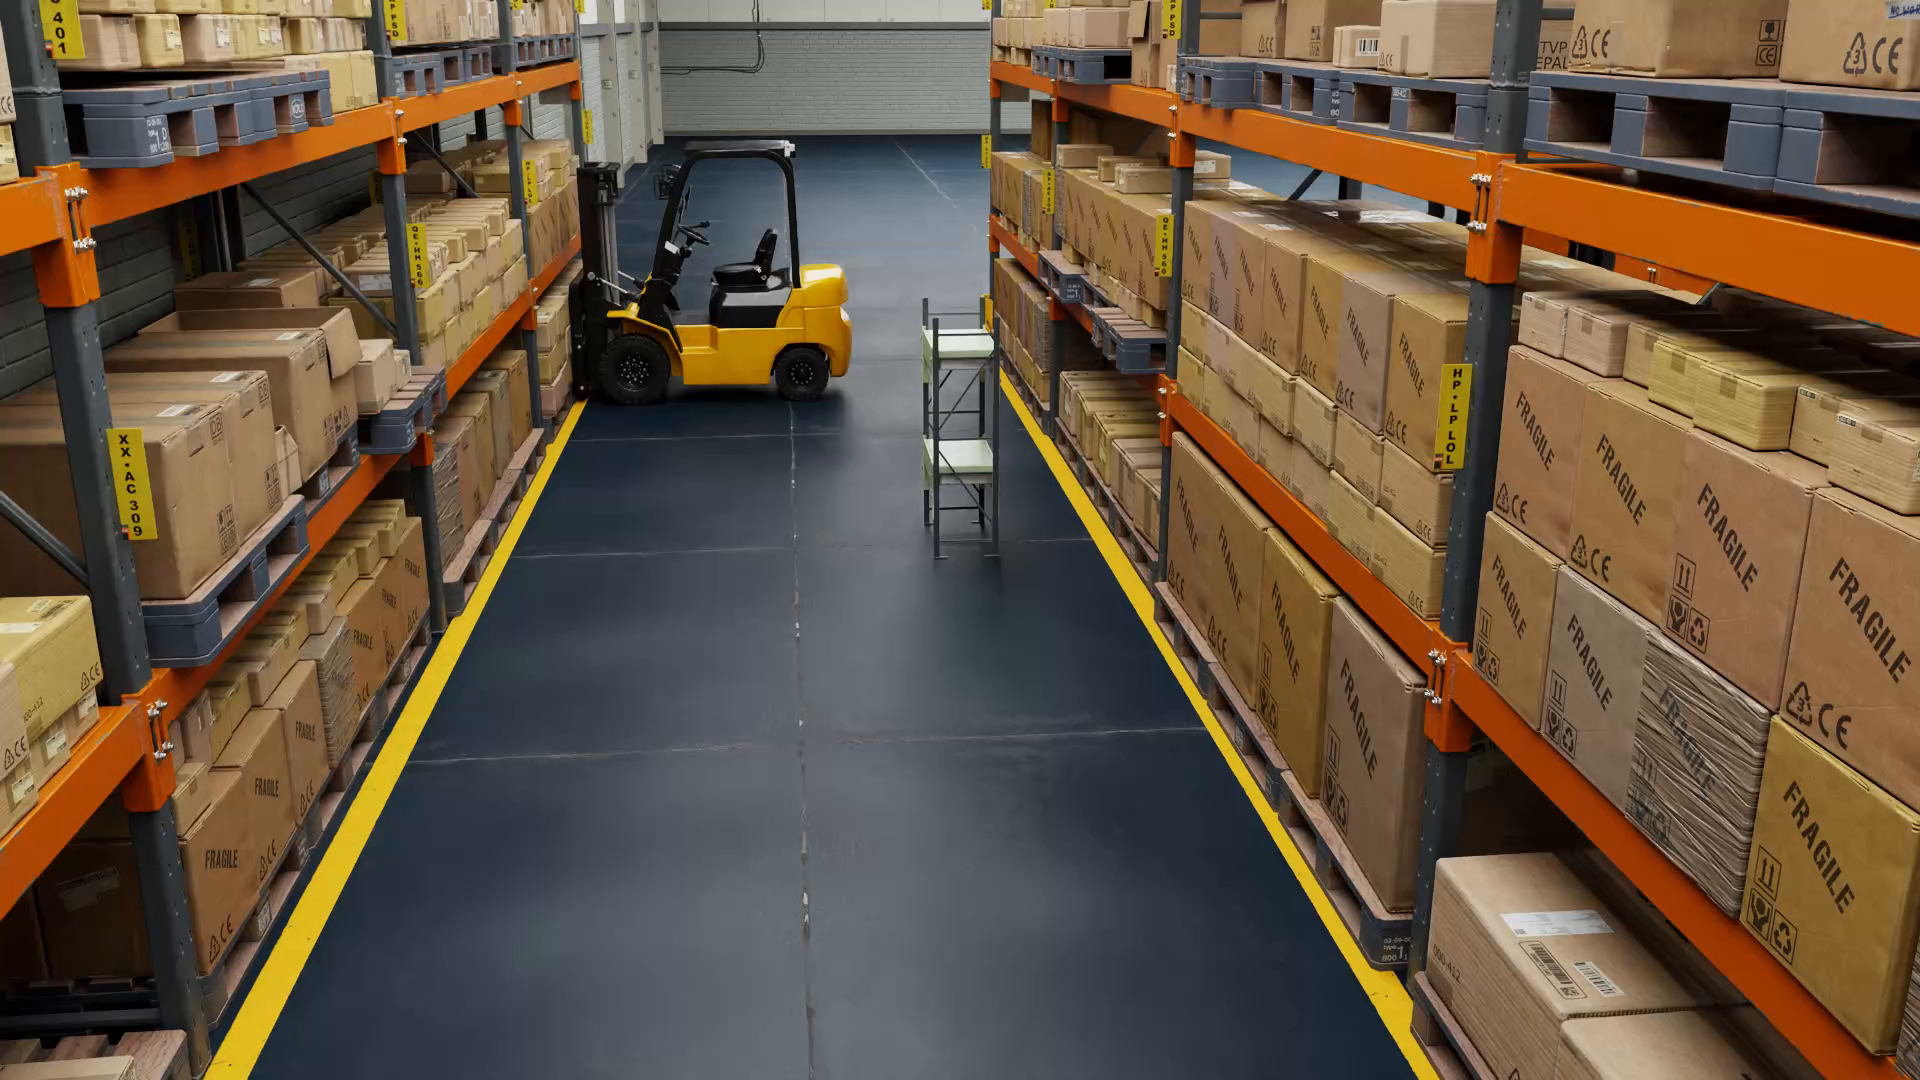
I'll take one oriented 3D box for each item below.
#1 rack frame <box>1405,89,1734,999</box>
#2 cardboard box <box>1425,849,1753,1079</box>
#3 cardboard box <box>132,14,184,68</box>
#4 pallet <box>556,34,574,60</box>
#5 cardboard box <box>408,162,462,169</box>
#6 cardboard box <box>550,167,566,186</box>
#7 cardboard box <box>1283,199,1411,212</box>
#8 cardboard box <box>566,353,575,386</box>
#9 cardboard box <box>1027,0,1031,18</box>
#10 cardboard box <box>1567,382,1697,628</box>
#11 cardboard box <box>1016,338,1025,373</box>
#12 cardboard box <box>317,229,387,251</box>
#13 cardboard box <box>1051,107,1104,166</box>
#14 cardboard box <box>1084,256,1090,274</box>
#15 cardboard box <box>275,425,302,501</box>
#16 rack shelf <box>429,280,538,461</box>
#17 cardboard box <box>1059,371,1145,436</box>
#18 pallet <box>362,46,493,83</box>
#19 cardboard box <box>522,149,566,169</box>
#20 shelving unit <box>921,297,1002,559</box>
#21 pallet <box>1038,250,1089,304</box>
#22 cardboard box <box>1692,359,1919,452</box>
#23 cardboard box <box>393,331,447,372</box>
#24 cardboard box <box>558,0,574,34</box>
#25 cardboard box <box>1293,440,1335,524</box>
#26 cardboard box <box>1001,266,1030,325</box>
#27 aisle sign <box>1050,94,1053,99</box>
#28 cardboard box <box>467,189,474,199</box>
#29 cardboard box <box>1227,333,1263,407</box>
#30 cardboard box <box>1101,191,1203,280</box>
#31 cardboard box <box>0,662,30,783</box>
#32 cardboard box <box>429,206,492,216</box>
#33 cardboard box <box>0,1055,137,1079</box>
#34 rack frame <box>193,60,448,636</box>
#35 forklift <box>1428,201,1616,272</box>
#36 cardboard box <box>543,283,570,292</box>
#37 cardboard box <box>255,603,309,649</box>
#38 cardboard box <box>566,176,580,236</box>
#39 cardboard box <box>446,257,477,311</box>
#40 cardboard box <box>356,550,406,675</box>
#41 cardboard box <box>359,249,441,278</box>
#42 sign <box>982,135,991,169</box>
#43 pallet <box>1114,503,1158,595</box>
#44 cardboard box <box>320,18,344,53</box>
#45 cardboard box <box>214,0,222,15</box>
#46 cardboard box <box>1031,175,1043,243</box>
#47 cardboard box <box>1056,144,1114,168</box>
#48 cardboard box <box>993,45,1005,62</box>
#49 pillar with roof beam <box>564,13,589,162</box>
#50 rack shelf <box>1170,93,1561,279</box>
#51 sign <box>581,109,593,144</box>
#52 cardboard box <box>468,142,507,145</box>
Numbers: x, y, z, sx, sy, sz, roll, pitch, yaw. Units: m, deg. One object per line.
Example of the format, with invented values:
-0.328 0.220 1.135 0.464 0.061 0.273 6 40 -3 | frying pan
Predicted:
2.042 0.120 5.286 1.000 3.000 0.127 -2 18 -6 | rack frame
2.000 1.333 5.000 0.875 0.438 0.875 -2 18 -6 | cardboard box
-2.522 -1.464 4.876 0.380 0.149 0.250 -2 17 -5 | cardboard box
-4.085 -4.478 15.072 1.003 0.211 1.213 -2 18 -6 | pallet
-4.166 -2.921 13.226 0.380 0.149 0.250 -2 18 -7 | cardboard box
-3.661 -3.181 14.553 0.380 0.149 0.250 -2 18 -5 | cardboard box
1.943 -1.450 8.452 0.500 0.500 0.500 -2 18 -7 | cardboard box
-3.577 -1.455 14.193 0.500 0.250 0.500 -1 17 -5 | cardboard box
0.766 -4.427 13.851 0.380 0.149 0.250 -2 17 -5 | cardboard box
1.896 -0.104 4.165 0.500 0.500 0.500 -2 18 -6 | cardboard box
0.776 -1.629 14.749 0.500 0.250 0.500 -2 17 -5 | cardboard box
-3.720 -1.822 10.221 0.380 0.149 0.250 -1 17 -4 | cardboard box
1.187 -3.523 14.559 0.700 0.500 0.500 -2 18 -6 | cardboard box
1.067 -1.934 11.549 0.380 0.149 0.250 -2 17 -5 | cardboard box
-2.656 -0.287 6.107 0.396 0.266 0.258 -1 17 -3 | cardboard box
-3.513 -1.170 10.595 1.077 0.370 4.000 -2 18 -6 | rack shelf
1.274 -1.054 12.711 0.950 0.372 0.625 -2 17 -5 | cardboard box
-3.616 -3.186 11.129 0.805 0.209 1.217 -2 18 -8 | pallet
-3.654 -3.322 14.504 0.380 0.149 0.250 -1 17 -5 | cardboard box
-0.001 -0.718 10.459 0.431 1.500 0.755 -2 18 -6 | shelving unit
1.151 -1.939 12.167 1.003 0.211 1.213 -2 18 -6 | pallet
1.891 -0.305 3.722 0.380 0.149 0.250 -2 18 -7 | cardboard box
-3.110 -0.985 9.057 0.500 0.250 0.500 -2 18 -5 | cardboard box
-3.844 -4.903 15.243 0.500 0.500 0.500 -1 17 -4 | cardboard box
1.661 -0.237 6.673 0.500 0.250 0.500 -2 18 -7 | cardboard box
0.674 -2.289 15.599 0.500 0.500 0.500 -2 18 -8 | cardboard box
1.087 -4.723 16.372 0.394 0.787 0.004 -2 18 -6 | aisle sign
-4.086 -2.859 13.527 0.380 0.149 0.250 -1 17 -4 | cardboard box
1.528 -0.777 7.559 0.500 0.250 0.500 -2 18 -6 | cardboard box
1.189 -1.892 10.332 0.500 0.500 0.500 -3 18 -9 | cardboard box
-2.533 0.498 3.838 0.500 0.250 0.500 -2 18 -5 | cardboard box
-3.446 -2.220 11.491 0.380 0.149 0.250 -2 18 -6 | cardboard box
-2.545 1.592 4.658 0.380 0.149 0.250 -2 18 -7 | cardboard box
-3.307 -0.917 8.590 1.000 3.000 0.127 -2 18 -6 | rack frame
3.329 -1.444 10.384 1.130 2.935 3.031 -1 17 -4 | forklift
-3.609 -2.085 14.531 0.500 0.250 0.500 -2 18 -7 | cardboard box
-2.921 0.376 6.861 0.380 0.149 0.250 -2 18 -5 | cardboard box
-3.776 -3.055 15.232 0.500 0.500 0.500 -1 17 -4 | cardboard box
-3.196 -1.529 9.956 0.500 0.250 0.500 -2 18 -7 | cardboard box
-3.009 0.344 8.045 0.500 0.500 0.500 -2 18 -6 | cardboard box
-3.128 -1.533 9.304 0.380 0.149 0.250 -1 17 -4 | cardboard box
0.265 -3.851 16.490 0.100 0.325 0.005 -2 18 -6 | sign
1.551 0.026 10.241 1.003 0.211 1.213 -2 18 -6 | pallet
-3.024 -2.291 7.542 0.380 0.149 0.250 -2 18 -7 | cardboard box
-2.709 -1.833 5.556 0.380 0.149 0.250 -2 17 -5 | cardboard box
0.864 -2.731 13.703 0.500 0.500 0.500 -1 17 -4 | cardboard box
0.914 -2.811 12.177 0.380 0.149 0.250 -2 18 -6 | cardboard box
0.516 -4.657 15.915 0.380 0.149 0.250 -2 18 -6 | cardboard box
-1.913 -9.636 26.345 9.100 9.000 0.400 -2 18 -6 | pillar with roof beam
1.836 -1.563 6.842 1.077 0.370 4.000 -2 18 -6 | rack shelf
-3.591 -3.978 16.013 0.100 0.325 0.005 -2 18 -6 | sign
-4.345 -3.612 15.427 0.380 0.149 0.250 -1 17 -4 | cardboard box
